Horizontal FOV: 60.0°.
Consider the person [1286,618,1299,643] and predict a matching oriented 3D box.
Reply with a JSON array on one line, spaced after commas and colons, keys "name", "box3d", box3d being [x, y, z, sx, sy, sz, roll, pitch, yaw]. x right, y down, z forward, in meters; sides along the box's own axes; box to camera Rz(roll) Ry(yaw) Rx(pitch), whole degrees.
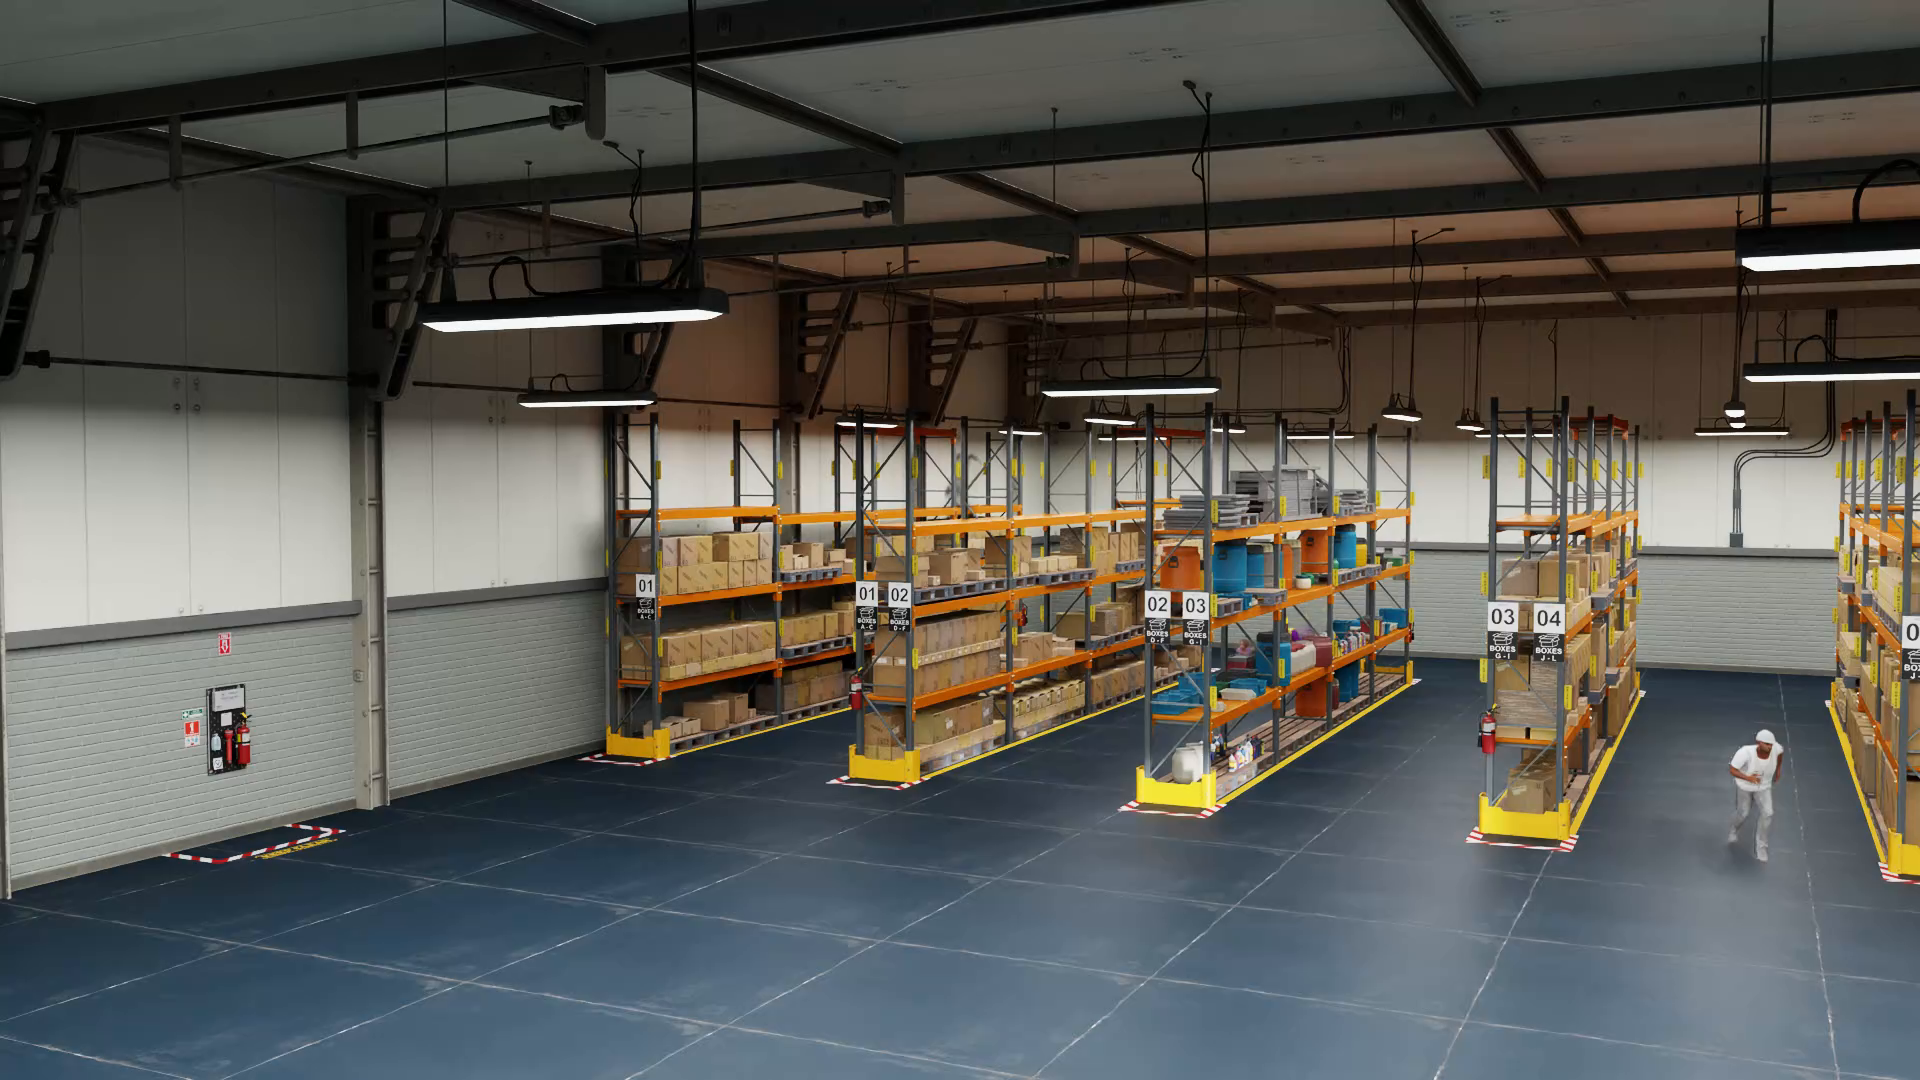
[{"name": "person", "box3d": [7.311, 2.565, 37.312, 0.683, 1.697, 0.906, 1, 3, 26]}]

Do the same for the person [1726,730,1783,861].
[{"name": "person", "box3d": [10.335, 3.279, 21.687, 0.747, 1.718, 1.046, 0, 2, -1]}]

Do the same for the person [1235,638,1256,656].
[{"name": "person", "box3d": [6.026, 2.796, 34.740, 0.560, 1.549, 0.899, 1, 3, 24]}]
